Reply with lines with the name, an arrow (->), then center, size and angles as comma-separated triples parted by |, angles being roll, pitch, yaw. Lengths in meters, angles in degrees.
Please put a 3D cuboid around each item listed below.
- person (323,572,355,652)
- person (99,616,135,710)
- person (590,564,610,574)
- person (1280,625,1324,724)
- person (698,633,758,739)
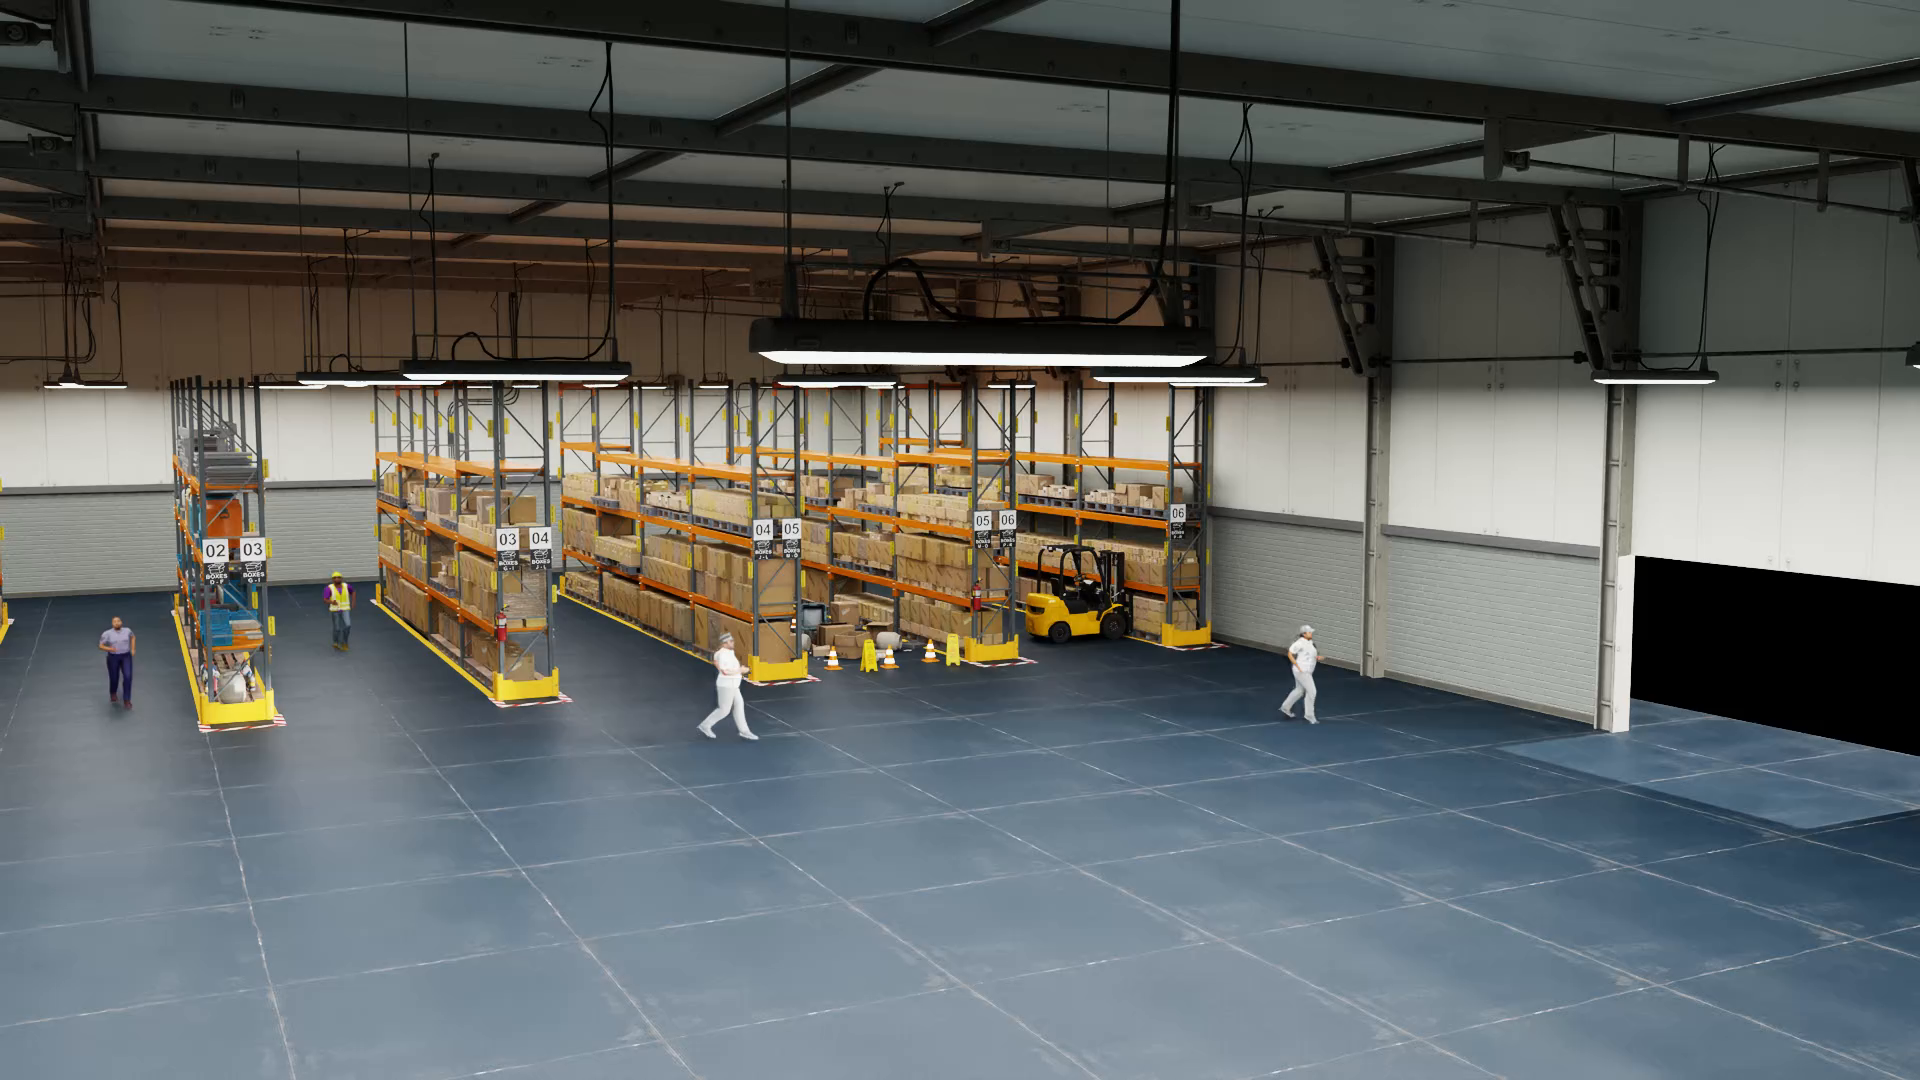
person -> -13.724, 1.593, 36.831 | 0.707, 1.794, 0.741 | -3, 6, -28
person -> -15.339, 2.212, 30.320 | 0.614, 1.679, 0.898 | -3, 6, -33
person -> -10.625, 0.617, 48.919 | 0.779, 1.520, 0.615 | 0, 5, 1
person -> 5.946, 2.326, 28.934 | 0.739, 1.719, 0.596 | 3, 6, 26
person -> -3.800, 2.399, 27.213 | 0.966, 1.793, 0.659 | 0, 5, 0
